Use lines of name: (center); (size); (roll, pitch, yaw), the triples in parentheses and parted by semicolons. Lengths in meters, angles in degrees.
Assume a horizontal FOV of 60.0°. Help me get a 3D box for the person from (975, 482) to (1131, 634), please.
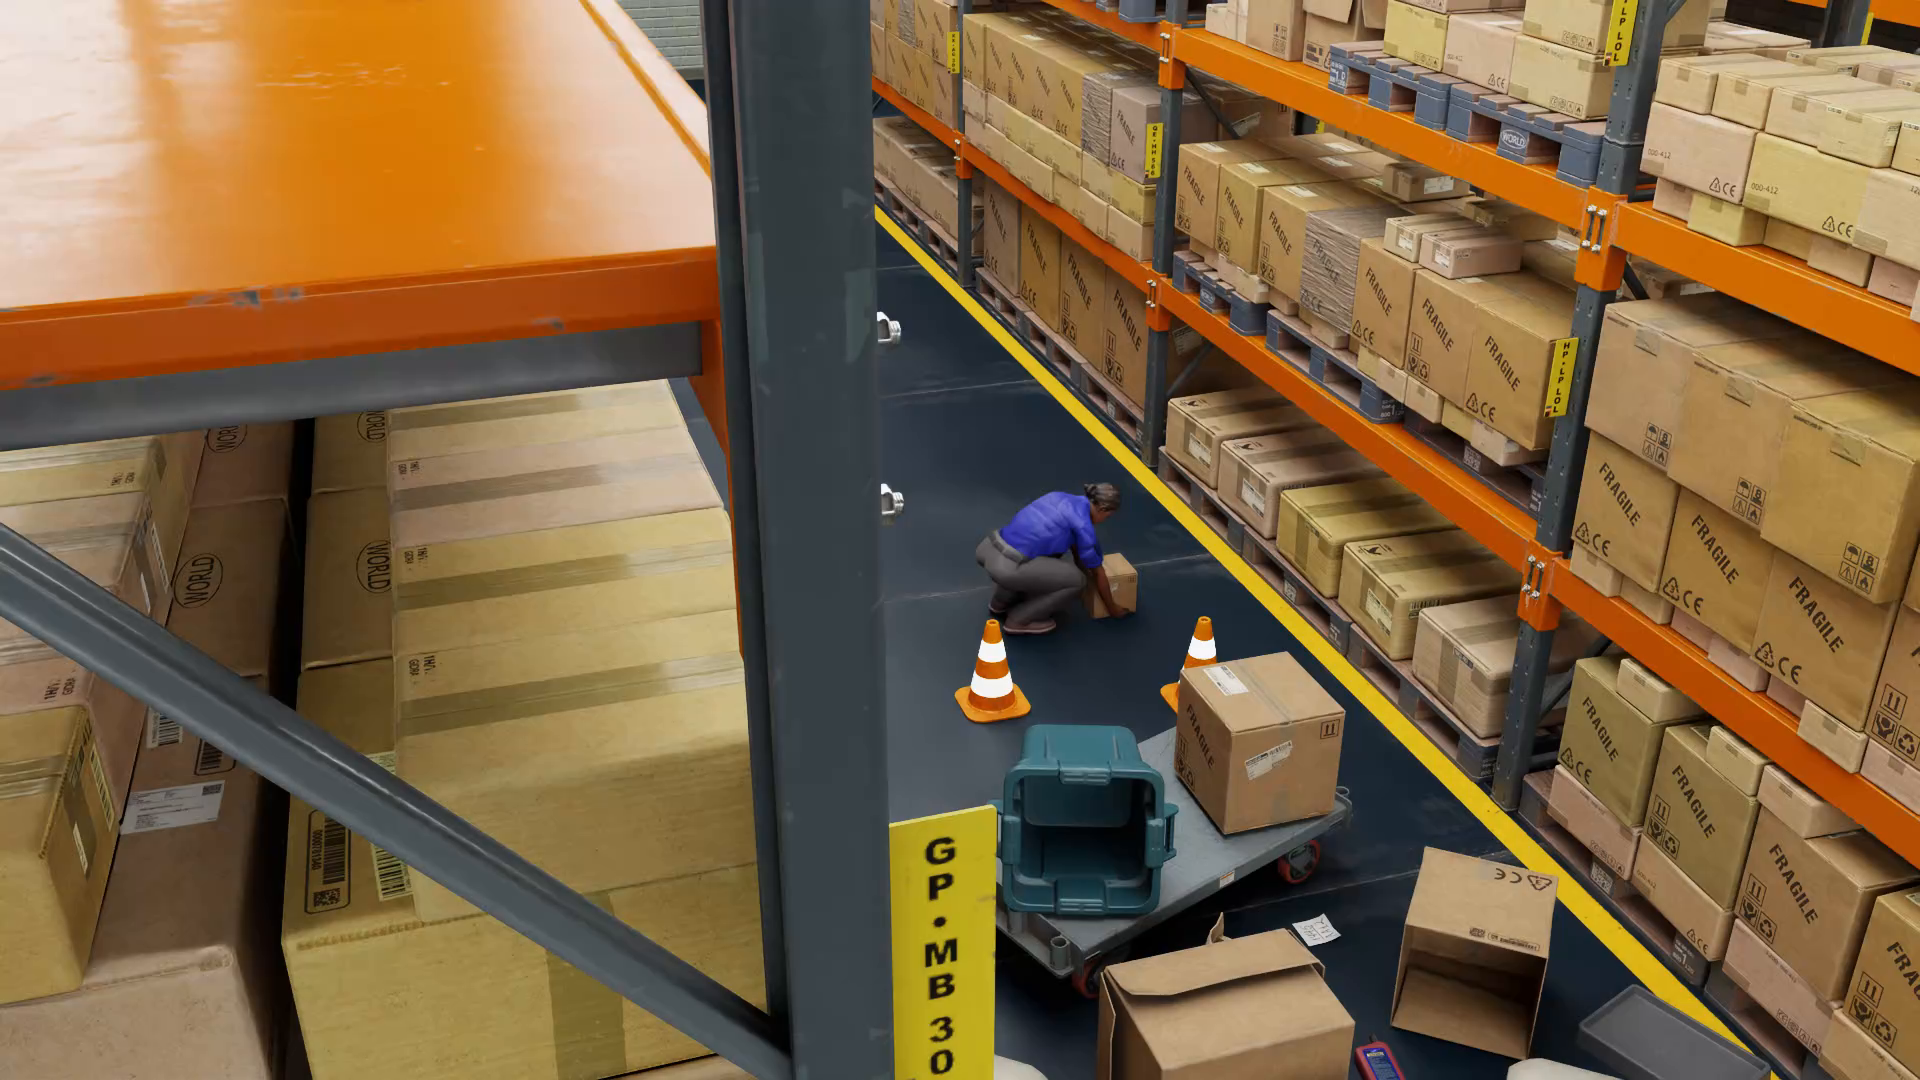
person: (0.497, 0.107, 9.005); (0.846, 0.798, 0.473); (-9, 28, -17)
